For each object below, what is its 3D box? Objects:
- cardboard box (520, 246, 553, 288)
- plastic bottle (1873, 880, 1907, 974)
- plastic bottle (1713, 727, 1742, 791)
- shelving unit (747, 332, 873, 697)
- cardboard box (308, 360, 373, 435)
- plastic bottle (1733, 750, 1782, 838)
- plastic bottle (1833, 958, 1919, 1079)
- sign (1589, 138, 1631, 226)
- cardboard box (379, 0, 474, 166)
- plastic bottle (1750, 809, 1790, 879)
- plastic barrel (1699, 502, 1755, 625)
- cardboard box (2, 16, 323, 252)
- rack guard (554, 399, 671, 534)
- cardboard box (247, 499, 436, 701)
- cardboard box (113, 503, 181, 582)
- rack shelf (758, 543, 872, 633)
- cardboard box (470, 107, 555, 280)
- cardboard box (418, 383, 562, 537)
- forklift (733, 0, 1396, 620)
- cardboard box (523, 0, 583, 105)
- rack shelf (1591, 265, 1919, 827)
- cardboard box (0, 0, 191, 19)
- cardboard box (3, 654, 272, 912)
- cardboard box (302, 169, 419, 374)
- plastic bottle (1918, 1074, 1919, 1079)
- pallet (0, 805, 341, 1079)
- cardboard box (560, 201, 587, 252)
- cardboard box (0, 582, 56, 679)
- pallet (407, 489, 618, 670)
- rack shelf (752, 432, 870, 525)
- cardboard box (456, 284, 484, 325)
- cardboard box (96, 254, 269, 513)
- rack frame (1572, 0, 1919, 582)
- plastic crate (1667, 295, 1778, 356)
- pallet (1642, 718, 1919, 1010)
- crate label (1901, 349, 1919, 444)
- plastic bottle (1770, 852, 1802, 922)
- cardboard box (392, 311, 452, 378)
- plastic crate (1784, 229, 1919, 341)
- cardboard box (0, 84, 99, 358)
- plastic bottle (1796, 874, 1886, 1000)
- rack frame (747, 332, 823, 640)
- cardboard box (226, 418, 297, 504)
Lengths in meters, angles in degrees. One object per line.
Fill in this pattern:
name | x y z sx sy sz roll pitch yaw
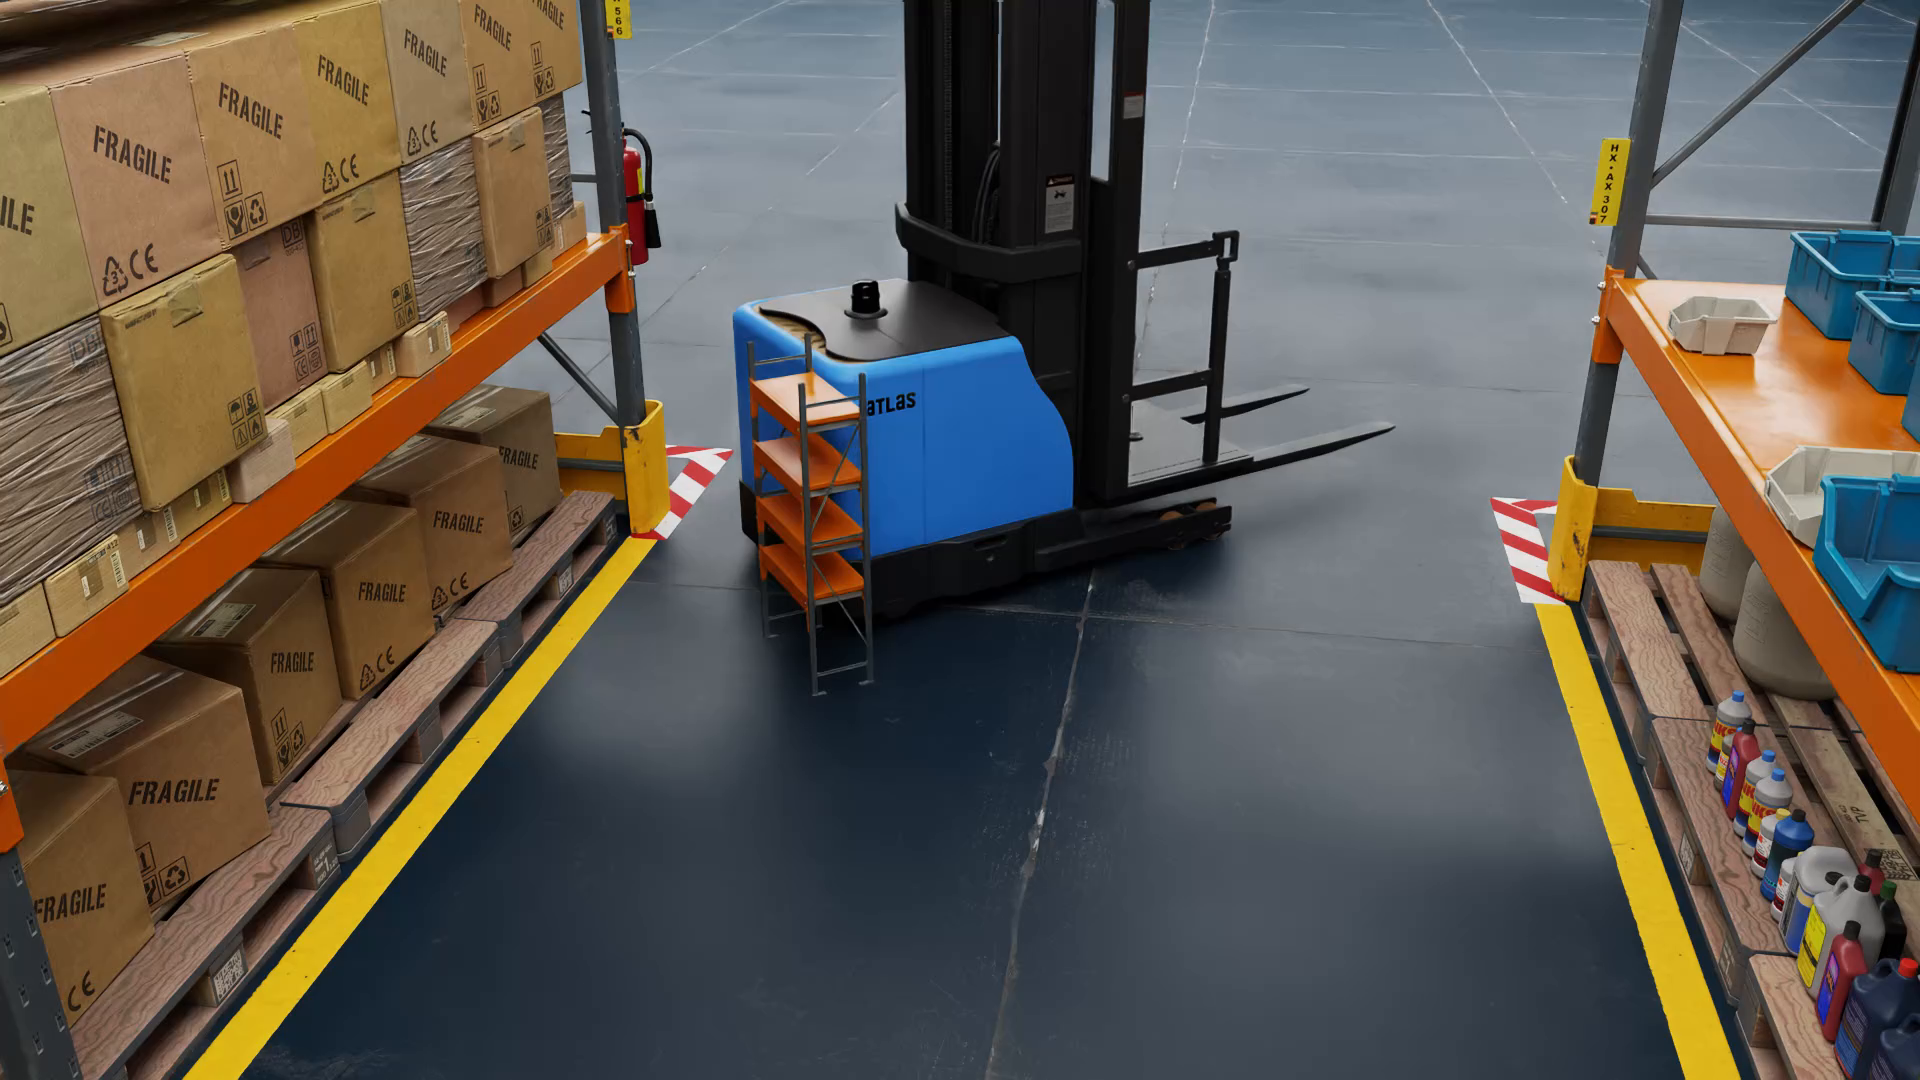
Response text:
cardboard box | -1.772 -1.065 6.283 0.380 0.149 0.250 4 25 9
plastic bottle | 2.345 1.014 4.231 0.061 0.283 0.133 4 25 9
plastic bottle | 2.368 0.666 5.070 0.097 0.201 0.097 0 25 0
shelving unit | -0.539 -0.091 6.029 0.258 1.200 0.503 -12 28 -24
cardboard box | -1.988 -0.436 4.939 0.380 0.149 0.250 4 25 9
plastic bottle | 2.329 0.735 4.842 0.097 0.271 0.097 0 25 0
plastic bottle | 2.187 1.122 3.920 0.144 0.351 0.185 3 25 6
sign | 2.447 -1.347 6.263 0.100 0.325 0.005 4 25 9
cardboard box | -1.904 -1.492 5.251 0.500 0.500 0.500 4 25 9
plastic bottle | 2.296 0.850 4.678 0.097 0.201 0.097 0 25 0
plastic barrel | 2.956 0.035 6.076 0.421 0.512 0.421 0 25 0
cardboard box | -2.065 -1.074 4.357 0.500 0.500 0.500 4 25 9
rack guard | -1.910 -0.361 7.432 1.175 0.500 0.348 4 25 9
cardboard box | -2.201 0.190 5.759 0.500 0.500 0.500 6 26 13
cardboard box | -2.152 -0.017 4.045 0.380 0.149 0.250 4 25 9
rack shelf | -0.539 0.150 6.142 0.258 0.148 0.480 -12 28 -24
cardboard box | -1.978 -1.259 5.933 0.875 0.500 0.500 4 25 9
cardboard box | -2.016 -0.323 6.855 0.500 0.500 0.500 9 27 18
forklift | 0.592 -1.461 6.914 3.031 2.935 1.130 -14 29 -27
cardboard box | -1.744 -1.911 6.145 0.500 0.500 0.500 4 25 9
rack shelf | 2.662 -0.020 4.602 1.077 0.370 4.000 4 25 9
cardboard box | -2.501 -1.319 4.882 0.500 0.500 0.500 4 25 9
cardboard box | -2.360 0.685 4.701 0.500 0.500 0.500 13 28 25
cardboard box | -2.196 -0.845 5.048 0.875 0.500 0.500 4 25 9
plastic bottle | 2.088 1.298 3.624 0.061 0.283 0.133 5 26 11
pallet | -2.477 1.128 4.592 1.003 0.211 1.213 4 25 9
cardboard box | -1.741 -1.278 6.738 0.380 0.149 0.250 4 25 9
cardboard box | -2.220 0.193 3.596 0.380 0.149 0.250 4 25 9
pallet | -2.078 0.107 6.772 1.003 0.211 1.213 4 25 9
rack shelf | -0.539 -0.233 5.963 0.258 0.148 0.480 -12 28 -24
cardboard box | -1.910 -0.860 5.845 0.380 0.149 0.250 4 25 9
cardboard box | -2.300 -0.423 4.146 0.875 0.500 0.500 4 25 9
rack frame | 2.989 -1.182 6.237 1.000 3.000 0.127 4 25 9
plastic crate | 2.525 -0.710 5.540 0.298 0.136 0.250 4 25 9
pallet | 2.683 0.964 4.941 1.003 0.211 1.213 4 25 9
crate label | 2.955 -0.409 4.544 0.502 0.435 0.616 4 25 9
plastic bottle | 2.263 0.936 4.495 0.097 0.201 0.097 0 25 0
cardboard box | -1.882 -0.643 5.382 0.380 0.149 0.250 4 25 9
plastic crate | 3.202 -0.884 5.777 0.499 0.251 0.616 4 25 9
cardboard box | -2.227 -0.655 3.464 0.500 0.500 0.500 4 25 9
plastic bottle | 2.240 0.987 4.209 0.144 0.351 0.185 4 25 8
rack frame | -0.650 -0.183 6.226 0.240 1.200 0.015 -12 28 -24
cardboard box | -2.039 -0.224 4.487 0.380 0.149 0.250 4 25 9
